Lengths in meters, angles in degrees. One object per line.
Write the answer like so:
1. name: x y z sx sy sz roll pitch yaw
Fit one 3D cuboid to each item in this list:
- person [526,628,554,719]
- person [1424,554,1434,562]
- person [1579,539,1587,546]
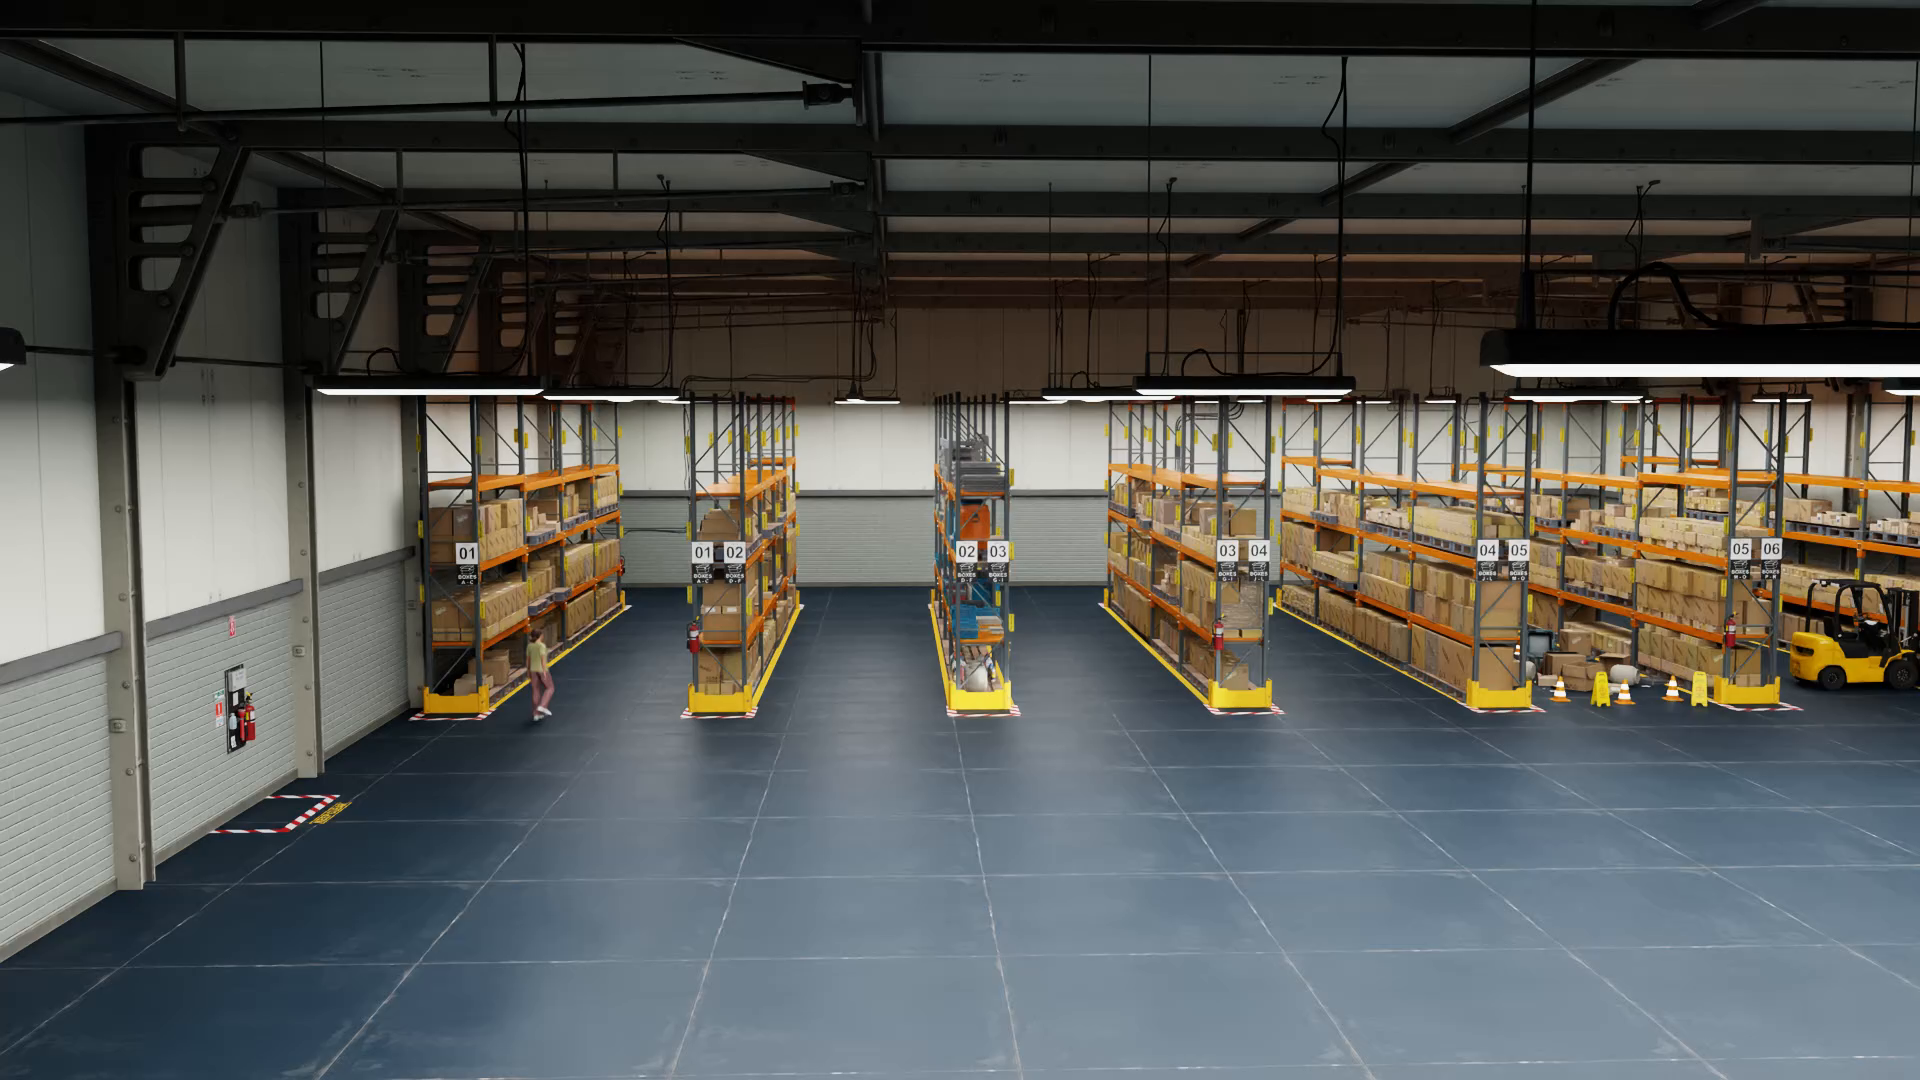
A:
1. person: -7.725 2.443 30.475 0.505 1.658 0.458 1 5 10
2. person: 14.410 0.781 51.248 0.473 1.694 0.487 -2 5 -26
3. person: 18.746 0.849 49.932 1.034 1.754 0.544 -1 5 -9
